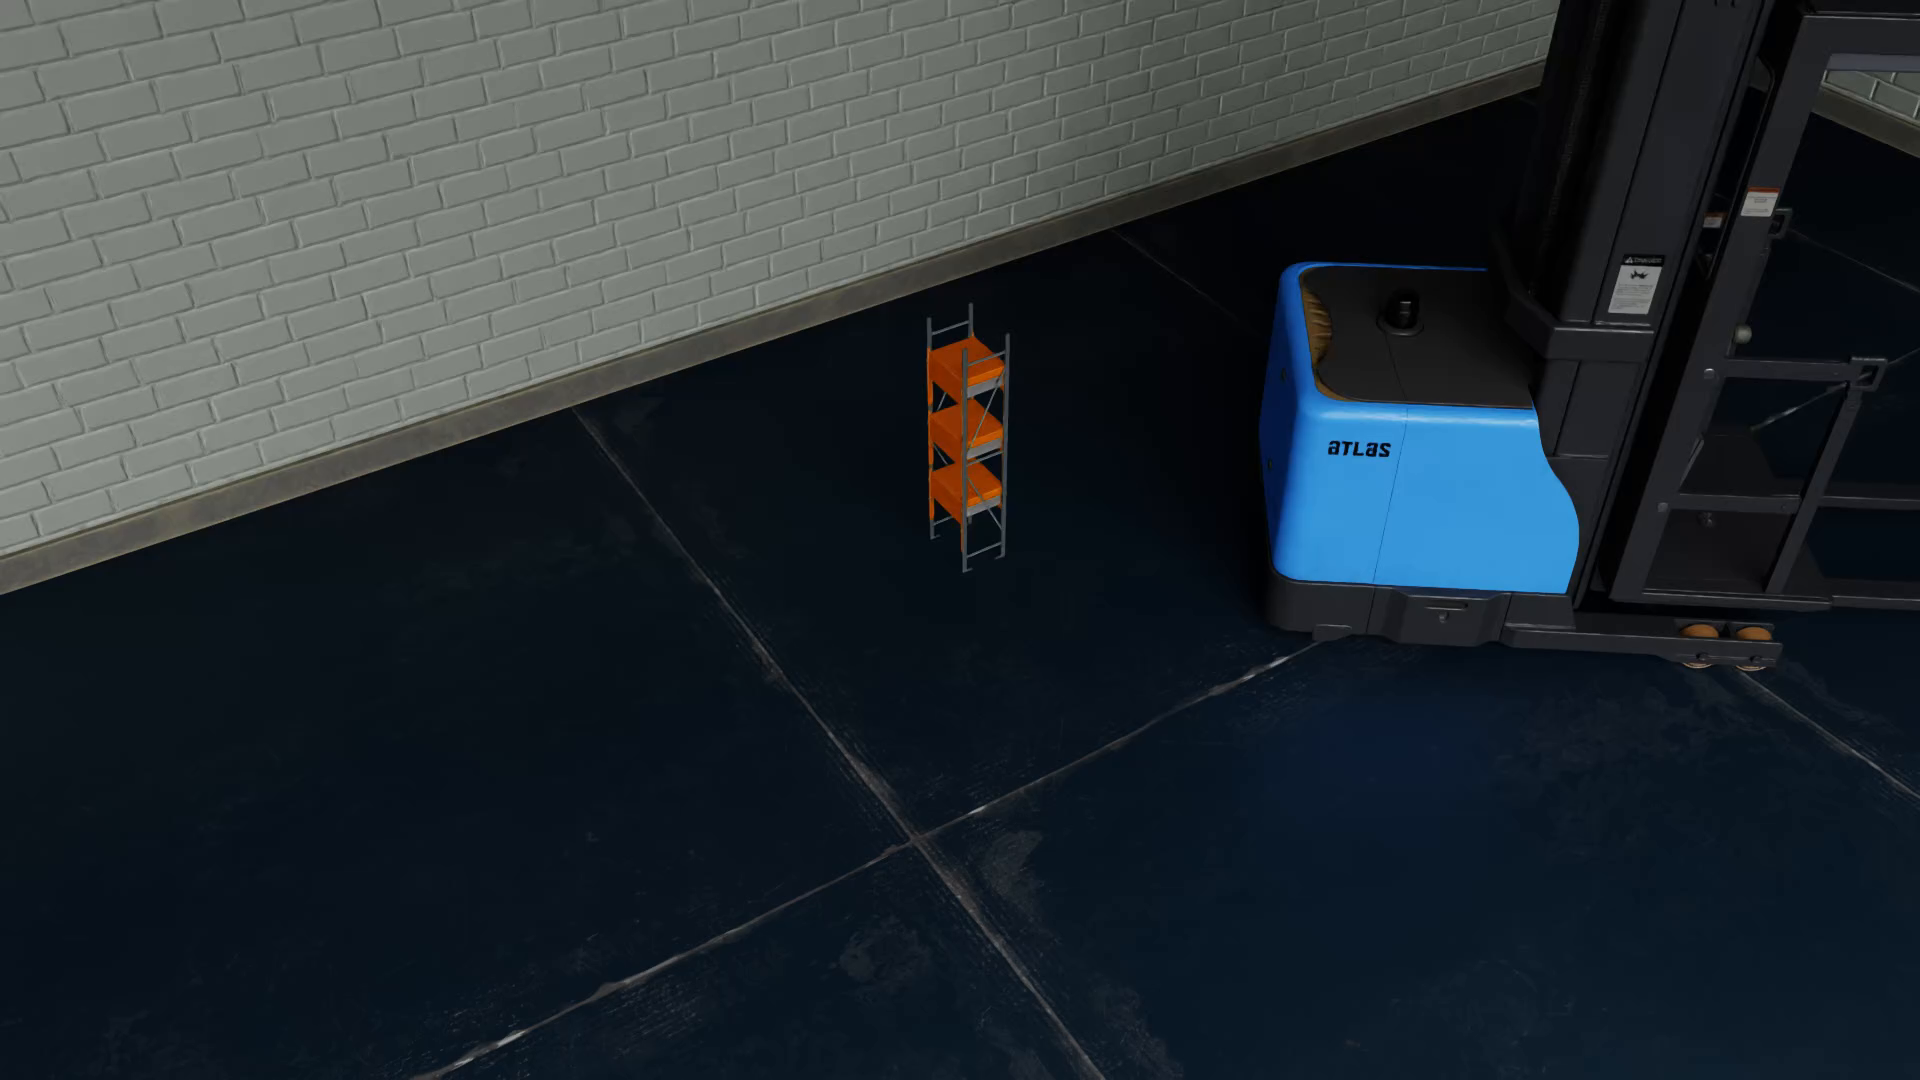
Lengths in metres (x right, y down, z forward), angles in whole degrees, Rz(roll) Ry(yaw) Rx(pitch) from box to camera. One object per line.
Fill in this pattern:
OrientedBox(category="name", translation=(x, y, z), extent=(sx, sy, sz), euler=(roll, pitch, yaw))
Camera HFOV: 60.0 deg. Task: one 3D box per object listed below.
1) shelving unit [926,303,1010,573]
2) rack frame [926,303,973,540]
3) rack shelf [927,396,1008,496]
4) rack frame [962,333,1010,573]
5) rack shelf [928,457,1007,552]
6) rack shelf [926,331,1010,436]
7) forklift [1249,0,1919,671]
OrientedBox(category="shelving unit", translation=(0.029, -0.374, 6.379), extent=(0.215, 1.050, 0.252), euler=(-22, 45, -24))
OrientedBox(category="rack frame", translation=(-0.037, -0.440, 6.458), extent=(0.200, 1.050, 0.008), euler=(-22, 45, -24))
OrientedBox(category="rack shelf", translation=(0.029, -0.366, 6.386), extent=(0.215, 0.259, 0.240), euler=(-22, 45, -24))
OrientedBox(category="rack frame", translation=(0.094, -0.309, 6.300), extent=(0.200, 1.050, 0.008), euler=(-22, 45, -24))
OrientedBox(category="rack shelf", translation=(0.029, -0.153, 6.564), extent=(0.215, 0.259, 0.240), euler=(-22, 45, -24))
OrientedBox(category="rack shelf", translation=(0.029, -0.584, 6.204), extent=(0.215, 0.259, 0.240), euler=(-22, 45, -24))
OrientedBox(category="forklift", translation=(2.686, -0.996, 5.656), extent=(3.031, 2.935, 1.130), euler=(3, 40, 3))
